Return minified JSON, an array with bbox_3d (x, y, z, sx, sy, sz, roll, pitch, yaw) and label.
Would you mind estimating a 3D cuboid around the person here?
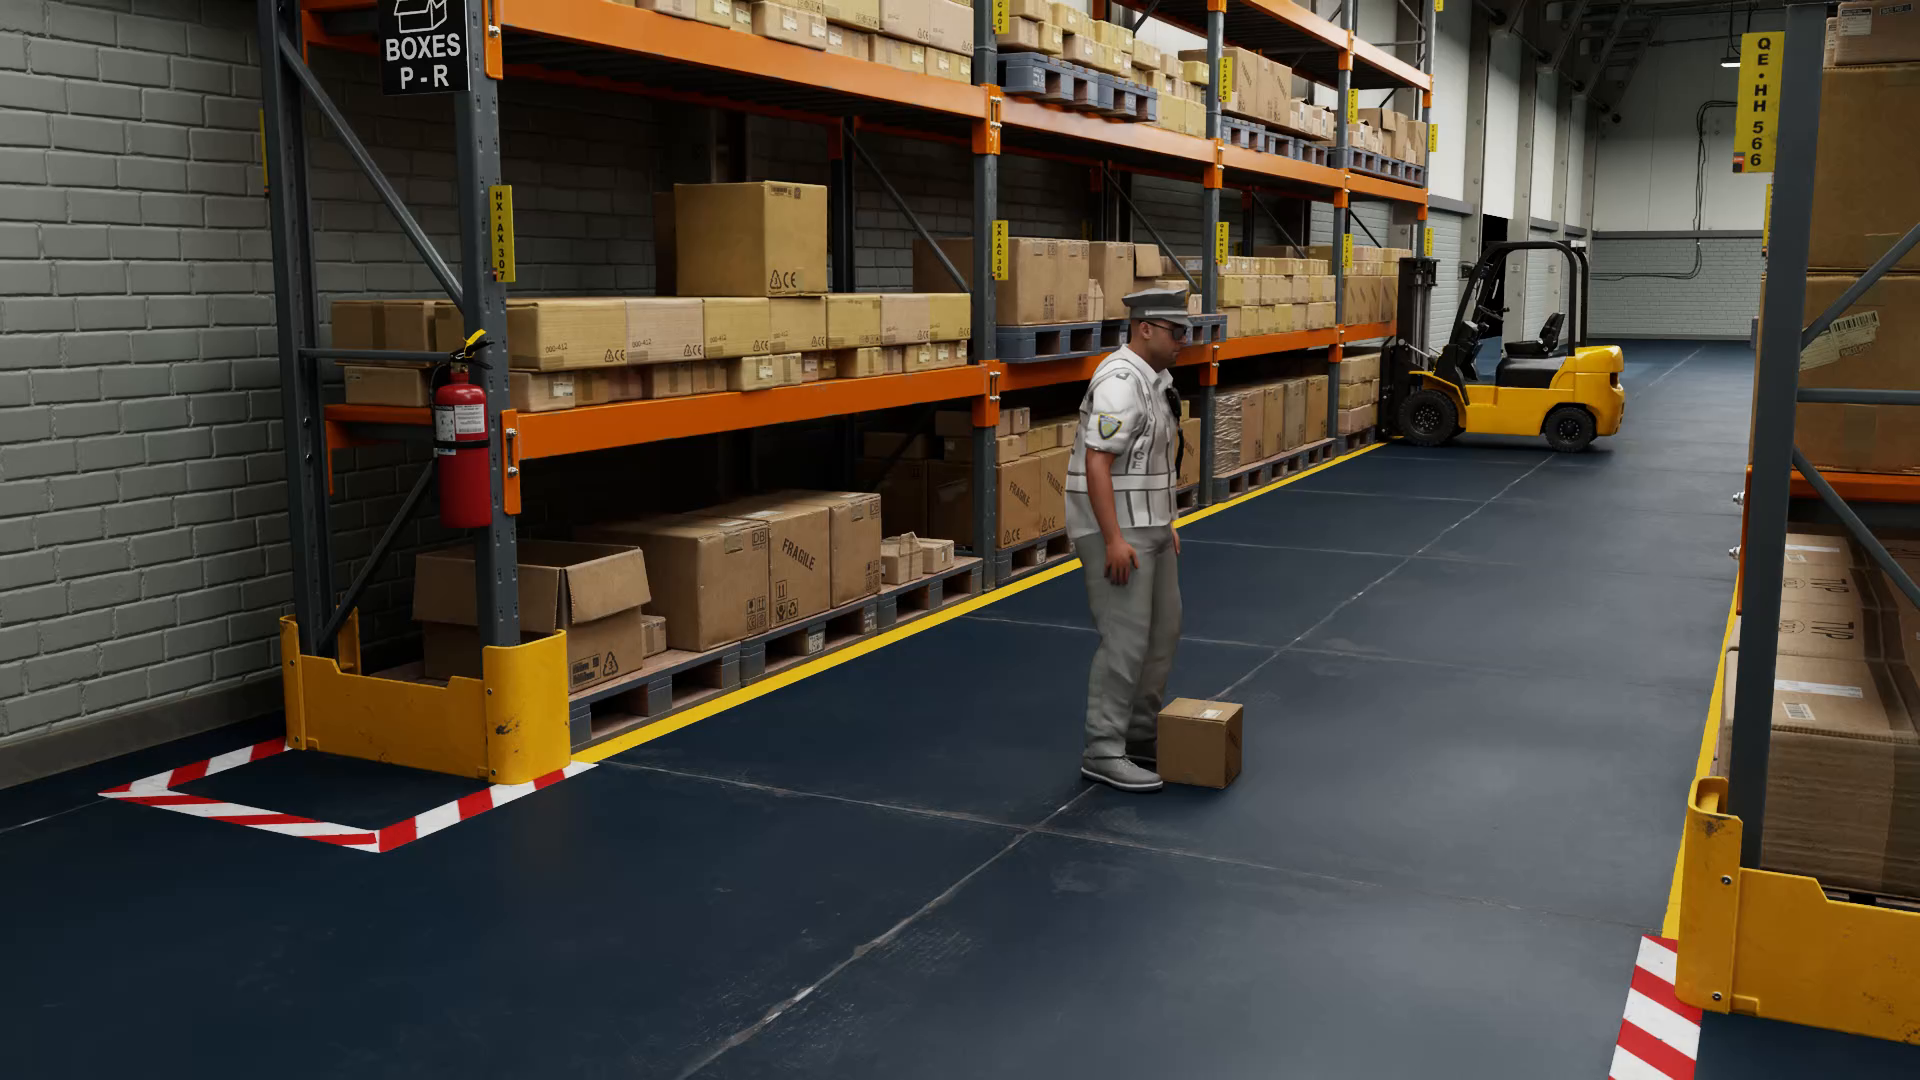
[{"bbox_3d":[0.628,-0.025,5.995,0.467,1.748,0.587,4,10,26],"label":"person"}]
